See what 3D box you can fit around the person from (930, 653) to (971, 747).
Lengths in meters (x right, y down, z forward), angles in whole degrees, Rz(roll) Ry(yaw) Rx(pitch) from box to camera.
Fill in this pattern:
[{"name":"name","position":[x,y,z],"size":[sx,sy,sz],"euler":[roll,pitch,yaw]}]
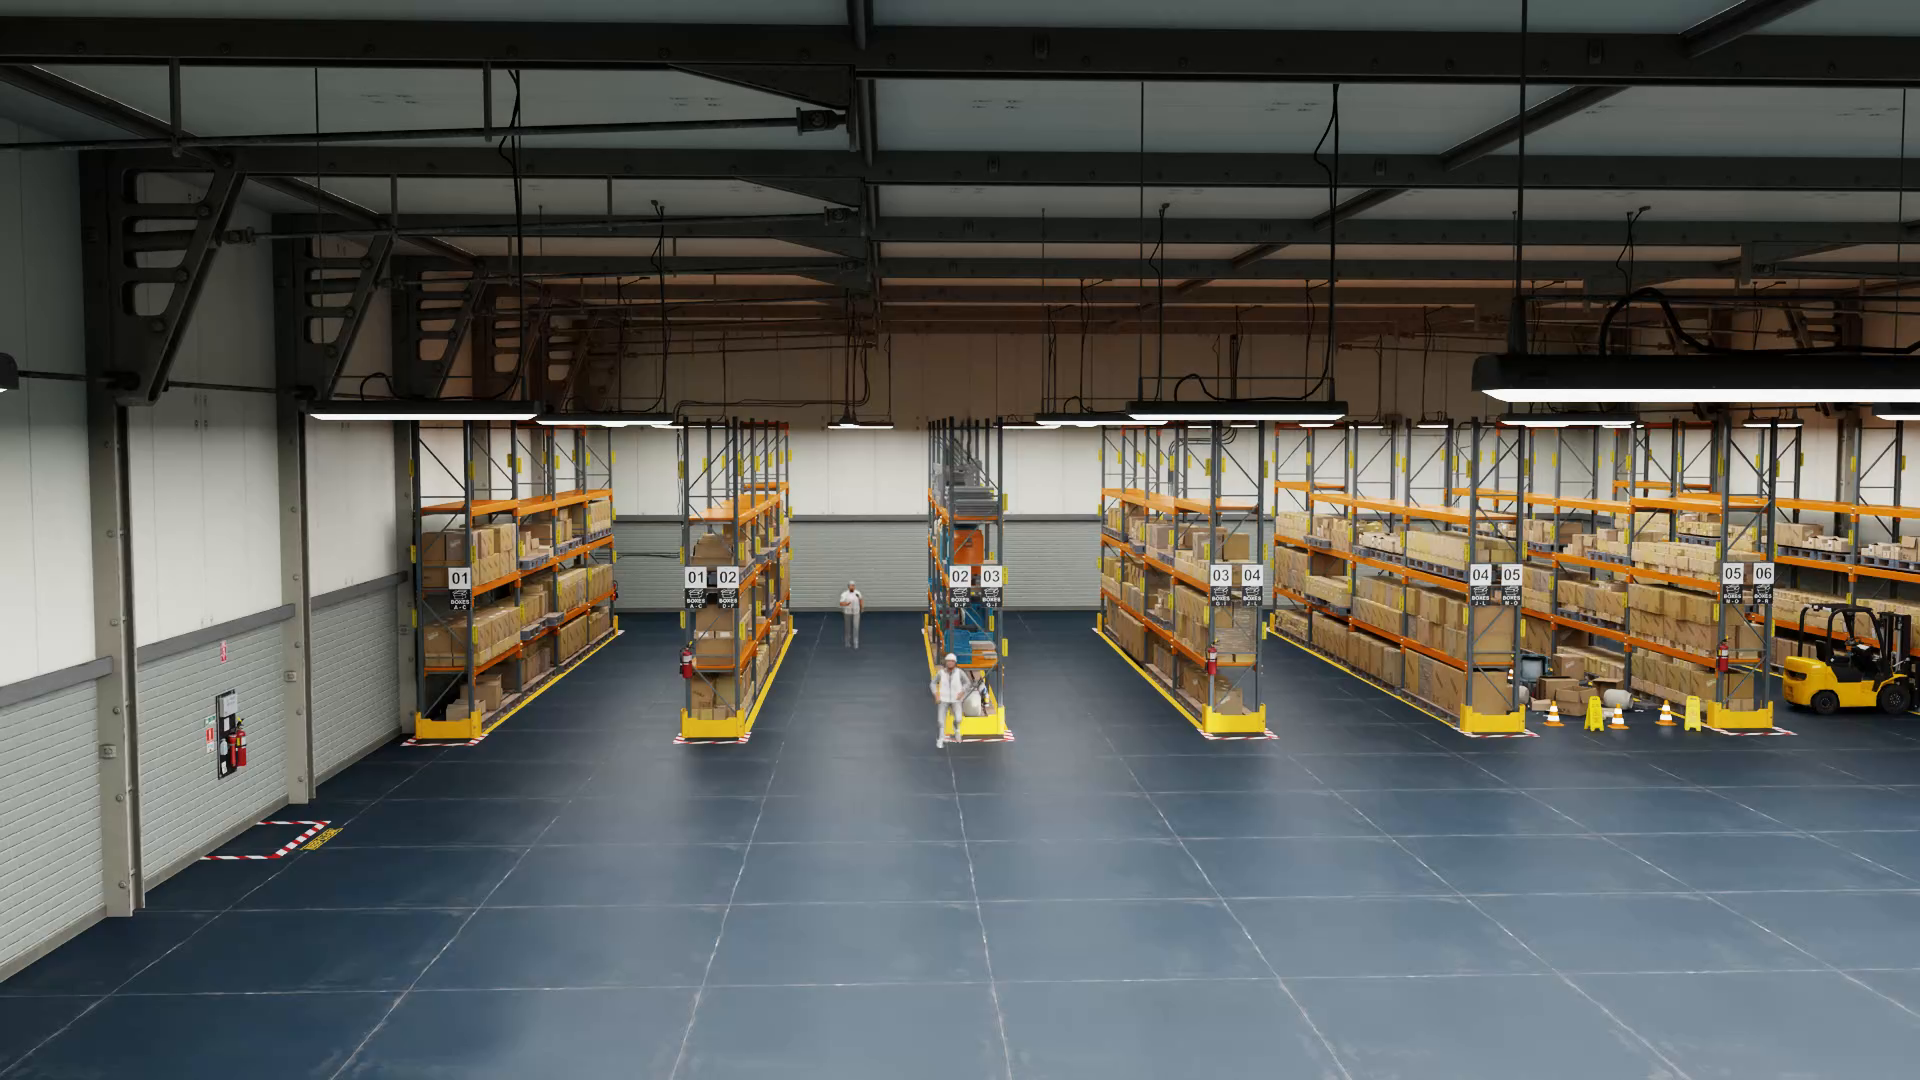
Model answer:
[{"name":"person","position":[-0.163,2.924,30.194],"size":[0.746,1.732,0.543],"euler":[0,4,-6]}]

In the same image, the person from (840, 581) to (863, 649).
[{"name":"person","position":[-2.709,1.883,41.720],"size":[0.607,1.709,0.880],"euler":[-1,4,-8]}]

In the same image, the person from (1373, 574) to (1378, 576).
[{"name":"person","position":[12.645,1.776,49.201],"size":[0.913,1.547,0.579],"euler":[0,4,-6]}]
